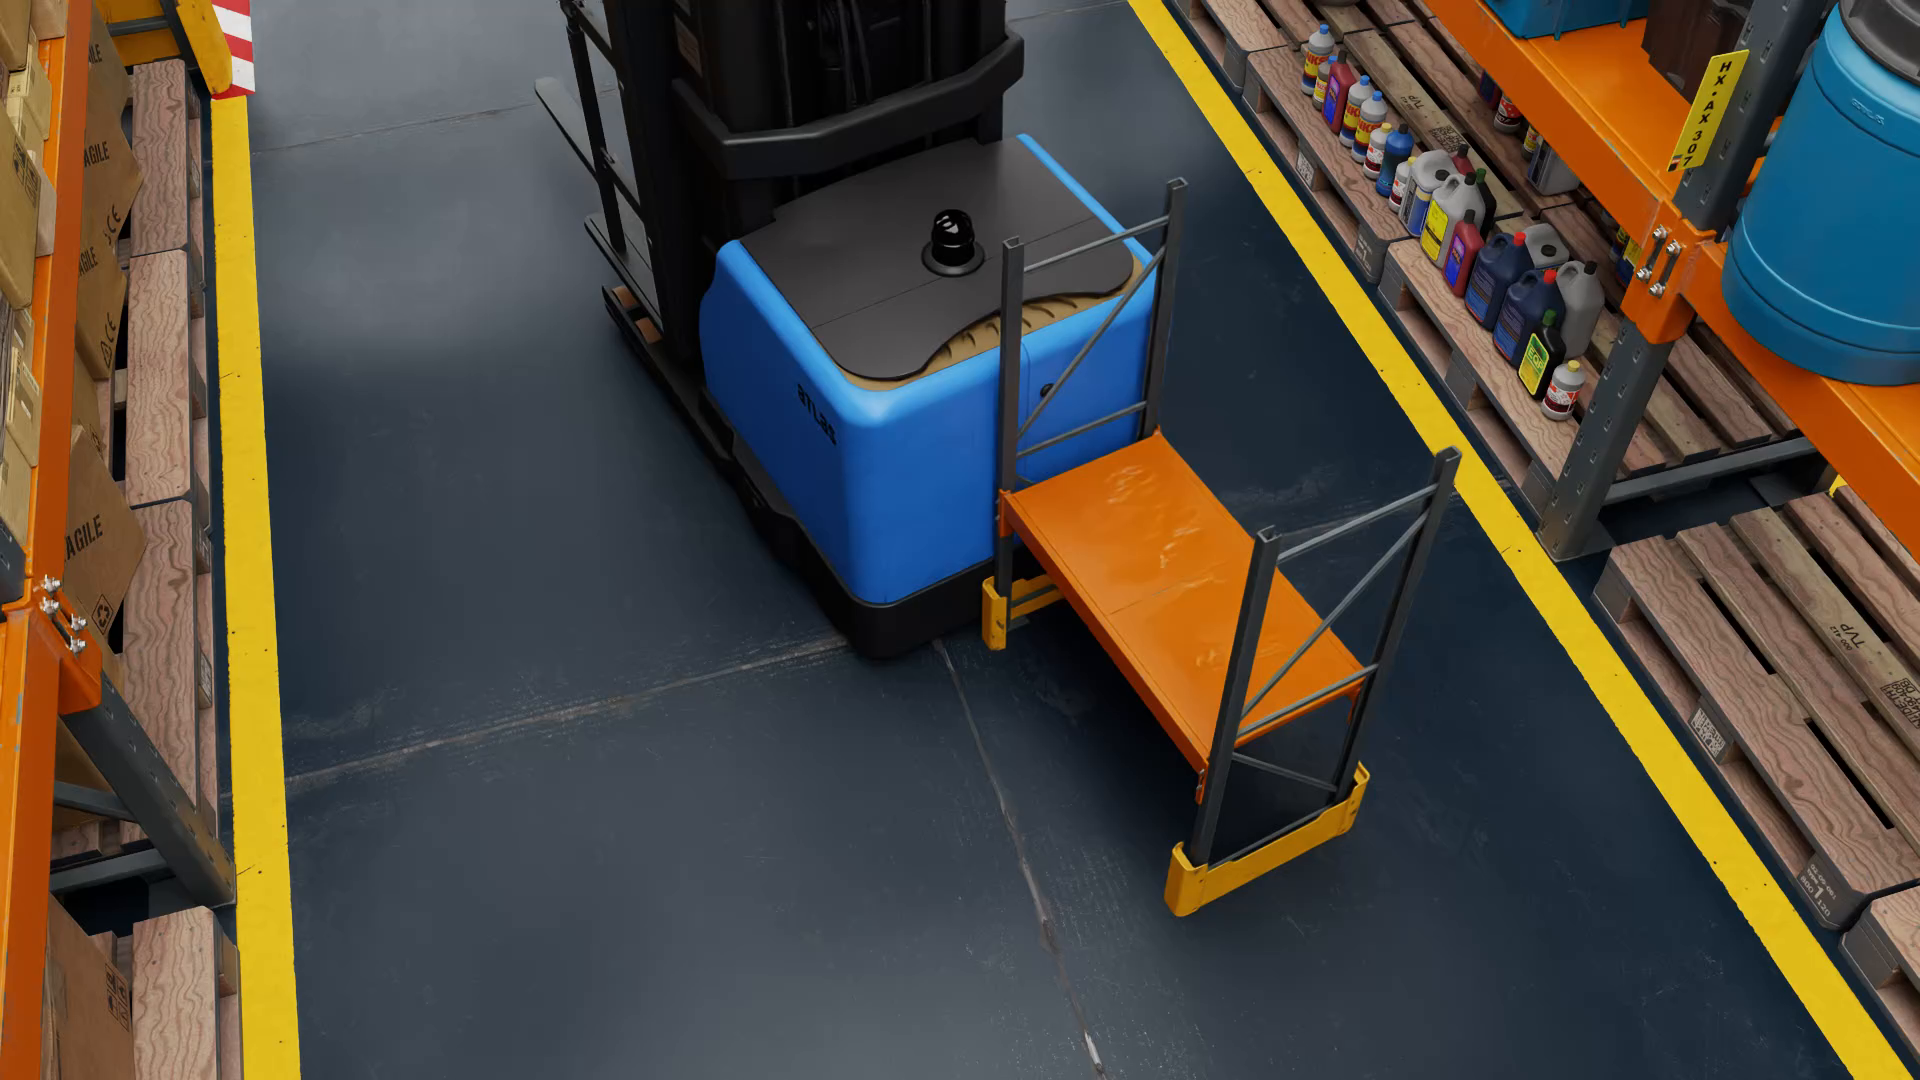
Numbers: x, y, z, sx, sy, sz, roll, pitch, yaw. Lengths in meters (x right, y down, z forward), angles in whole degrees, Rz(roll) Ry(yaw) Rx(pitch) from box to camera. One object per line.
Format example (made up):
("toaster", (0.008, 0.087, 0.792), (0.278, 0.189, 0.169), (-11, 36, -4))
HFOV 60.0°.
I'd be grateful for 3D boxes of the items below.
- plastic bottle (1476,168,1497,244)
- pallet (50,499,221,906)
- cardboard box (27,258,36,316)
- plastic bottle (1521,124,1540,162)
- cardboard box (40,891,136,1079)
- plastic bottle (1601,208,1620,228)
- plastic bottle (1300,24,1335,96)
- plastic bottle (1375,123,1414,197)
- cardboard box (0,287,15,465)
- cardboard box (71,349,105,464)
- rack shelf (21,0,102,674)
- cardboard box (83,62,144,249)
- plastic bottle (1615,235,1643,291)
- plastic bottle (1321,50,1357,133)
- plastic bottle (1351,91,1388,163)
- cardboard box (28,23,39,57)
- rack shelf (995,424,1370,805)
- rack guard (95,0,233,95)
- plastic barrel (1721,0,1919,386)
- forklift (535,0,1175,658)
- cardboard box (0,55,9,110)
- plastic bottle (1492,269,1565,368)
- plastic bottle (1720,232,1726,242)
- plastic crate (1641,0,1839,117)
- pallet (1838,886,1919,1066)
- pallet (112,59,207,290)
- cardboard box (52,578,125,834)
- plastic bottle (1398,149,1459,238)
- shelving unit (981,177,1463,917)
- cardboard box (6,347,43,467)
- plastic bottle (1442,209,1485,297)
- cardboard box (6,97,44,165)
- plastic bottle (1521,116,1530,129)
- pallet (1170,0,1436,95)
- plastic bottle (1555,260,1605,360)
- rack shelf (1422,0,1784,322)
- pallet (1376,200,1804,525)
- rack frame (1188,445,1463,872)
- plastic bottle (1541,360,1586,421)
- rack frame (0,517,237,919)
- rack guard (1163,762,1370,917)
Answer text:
("plastic bottle", (1.783, -1.136, 5.735), (0.061, 0.283, 0.133), (-13, 51, -11))
("pallet", (-2.653, 0.490, 4.699), (1.003, 0.211, 1.213), (-13, 51, -11))
("cardboard box", (-2.442, -0.613, 3.969), (0.380, 0.149, 0.250), (-13, 51, -11))
("plastic bottle", (2.129, -1.495, 6.091), (0.097, 0.201, 0.097), (0, 50, 0))
("cardboard box", (-2.260, 1.191, 3.632), (0.700, 0.500, 0.500), (-17, 52, -14))
("plastic bottle", (2.333, -1.229, 5.821), (0.097, 0.271, 0.097), (0, 50, 0))
("plastic bottle", (1.366, -1.836, 6.332), (0.097, 0.271, 0.097), (0, 50, 0))
("plastic bottle", (1.557, -1.364, 5.935), (0.097, 0.271, 0.097), (0, 50, 0))
("cardboard box", (-2.495, -0.397, 3.363), (0.875, 0.500, 0.500), (-13, 51, -11))
("cardboard box", (-2.936, -0.410, 4.994), (0.500, 0.500, 0.500), (-17, 52, -14))
("rack shelf", (-3.012, -1.155, 4.733), (1.077, 0.370, 4.000), (-13, 51, -11))
("cardboard box", (-3.226, -1.289, 5.735), (0.500, 0.500, 0.500), (-2, 50, -1))
("plastic bottle", (2.330, -0.985, 5.564), (0.144, 0.351, 0.185), (-13, 51, -11))
("plastic bottle", (1.416, -1.670, 6.185), (0.061, 0.283, 0.133), (-13, 51, -10))
("plastic bottle", (1.497, -1.512, 6.060), (0.097, 0.271, 0.097), (0, 50, 0))
("cardboard box", (-2.771, -1.336, 4.578), (0.380, 0.149, 0.250), (-13, 51, -11))
("rack shelf", (0.570, 0.162, 4.368), (0.538, 0.185, 1.000), (-23, 54, -18))
("rack guard", (-3.581, -1.987, 6.598), (1.175, 0.500, 0.348), (-13, 51, -11))
("plastic barrel", (2.135, -0.857, 3.683), (0.600, 0.901, 0.708), (-13, 51, -11))
("forklift", (-0.591, -1.722, 4.785), (1.130, 2.935, 3.031), (-25, 54, -19))
("cardboard box", (-2.853, -1.113, 3.966), (0.875, 0.500, 0.500), (-13, 51, -11))
("plastic bottle", (1.845, -0.740, 5.356), (0.144, 0.351, 0.185), (-15, 51, -12))
("plastic bottle", (2.468, -1.018, 5.591), (0.144, 0.351, 0.185), (-12, 51, -10))
("plastic crate", (2.277, -1.438, 4.541), (0.767, 0.338, 0.504), (-13, 51, -11))
("pallet", (2.944, 1.310, 4.008), (1.003, 0.211, 1.213), (-13, 51, -11))
("pallet", (-3.375, -1.292, 6.202), (1.003, 0.211, 1.213), (-13, 51, -11))
("cardboard box", (-2.501, 0.443, 4.275), (0.500, 0.500, 0.500), (-15, 51, -12))
("plastic bottle", (1.648, -1.211, 5.803), (0.152, 0.276, 0.135), (-12, 51, -10))
("shelving unit", (0.574, 0.052, 4.225), (0.587, 1.500, 1.083), (-23, 54, -18))
("cardboard box", (-2.259, -0.256, 3.668), (0.380, 0.149, 0.250), (-13, 51, -11))
("plastic bottle", (1.700, -0.968, 5.593), (0.061, 0.283, 0.133), (-10, 51, -9))
("cardboard box", (-2.590, -0.978, 4.277), (0.380, 0.149, 0.250), (-13, 51, -11))
("plastic bottle", (2.179, -1.698, 6.213), (0.152, 0.276, 0.135), (-15, 51, -12))
("pallet", (1.430, -2.430, 7.160), (1.003, 0.211, 1.213), (-13, 51, -11))
("plastic bottle", (1.982, -0.772, 5.384), (0.144, 0.351, 0.185), (-13, 51, -11))
("rack shelf", (1.719, -2.275, 5.677), (1.077, 0.370, 4.000), (-13, 51, -11))
("pallet", (2.152, -0.648, 5.658), (1.003, 0.211, 1.213), (-13, 51, -11))
("rack frame", (0.814, 0.387, 3.943), (0.500, 1.500, 0.032), (-23, 54, -18))
("plastic bottle", (1.906, -0.481, 5.236), (0.097, 0.201, 0.097), (0, 50, 0))
("rack frame", (-2.421, 0.073, 3.226), (1.000, 3.000, 0.127), (-13, 51, -11))
("rack guard", (0.814, 0.789, 4.421), (0.587, 0.250, 0.087), (-23, 54, -18))
